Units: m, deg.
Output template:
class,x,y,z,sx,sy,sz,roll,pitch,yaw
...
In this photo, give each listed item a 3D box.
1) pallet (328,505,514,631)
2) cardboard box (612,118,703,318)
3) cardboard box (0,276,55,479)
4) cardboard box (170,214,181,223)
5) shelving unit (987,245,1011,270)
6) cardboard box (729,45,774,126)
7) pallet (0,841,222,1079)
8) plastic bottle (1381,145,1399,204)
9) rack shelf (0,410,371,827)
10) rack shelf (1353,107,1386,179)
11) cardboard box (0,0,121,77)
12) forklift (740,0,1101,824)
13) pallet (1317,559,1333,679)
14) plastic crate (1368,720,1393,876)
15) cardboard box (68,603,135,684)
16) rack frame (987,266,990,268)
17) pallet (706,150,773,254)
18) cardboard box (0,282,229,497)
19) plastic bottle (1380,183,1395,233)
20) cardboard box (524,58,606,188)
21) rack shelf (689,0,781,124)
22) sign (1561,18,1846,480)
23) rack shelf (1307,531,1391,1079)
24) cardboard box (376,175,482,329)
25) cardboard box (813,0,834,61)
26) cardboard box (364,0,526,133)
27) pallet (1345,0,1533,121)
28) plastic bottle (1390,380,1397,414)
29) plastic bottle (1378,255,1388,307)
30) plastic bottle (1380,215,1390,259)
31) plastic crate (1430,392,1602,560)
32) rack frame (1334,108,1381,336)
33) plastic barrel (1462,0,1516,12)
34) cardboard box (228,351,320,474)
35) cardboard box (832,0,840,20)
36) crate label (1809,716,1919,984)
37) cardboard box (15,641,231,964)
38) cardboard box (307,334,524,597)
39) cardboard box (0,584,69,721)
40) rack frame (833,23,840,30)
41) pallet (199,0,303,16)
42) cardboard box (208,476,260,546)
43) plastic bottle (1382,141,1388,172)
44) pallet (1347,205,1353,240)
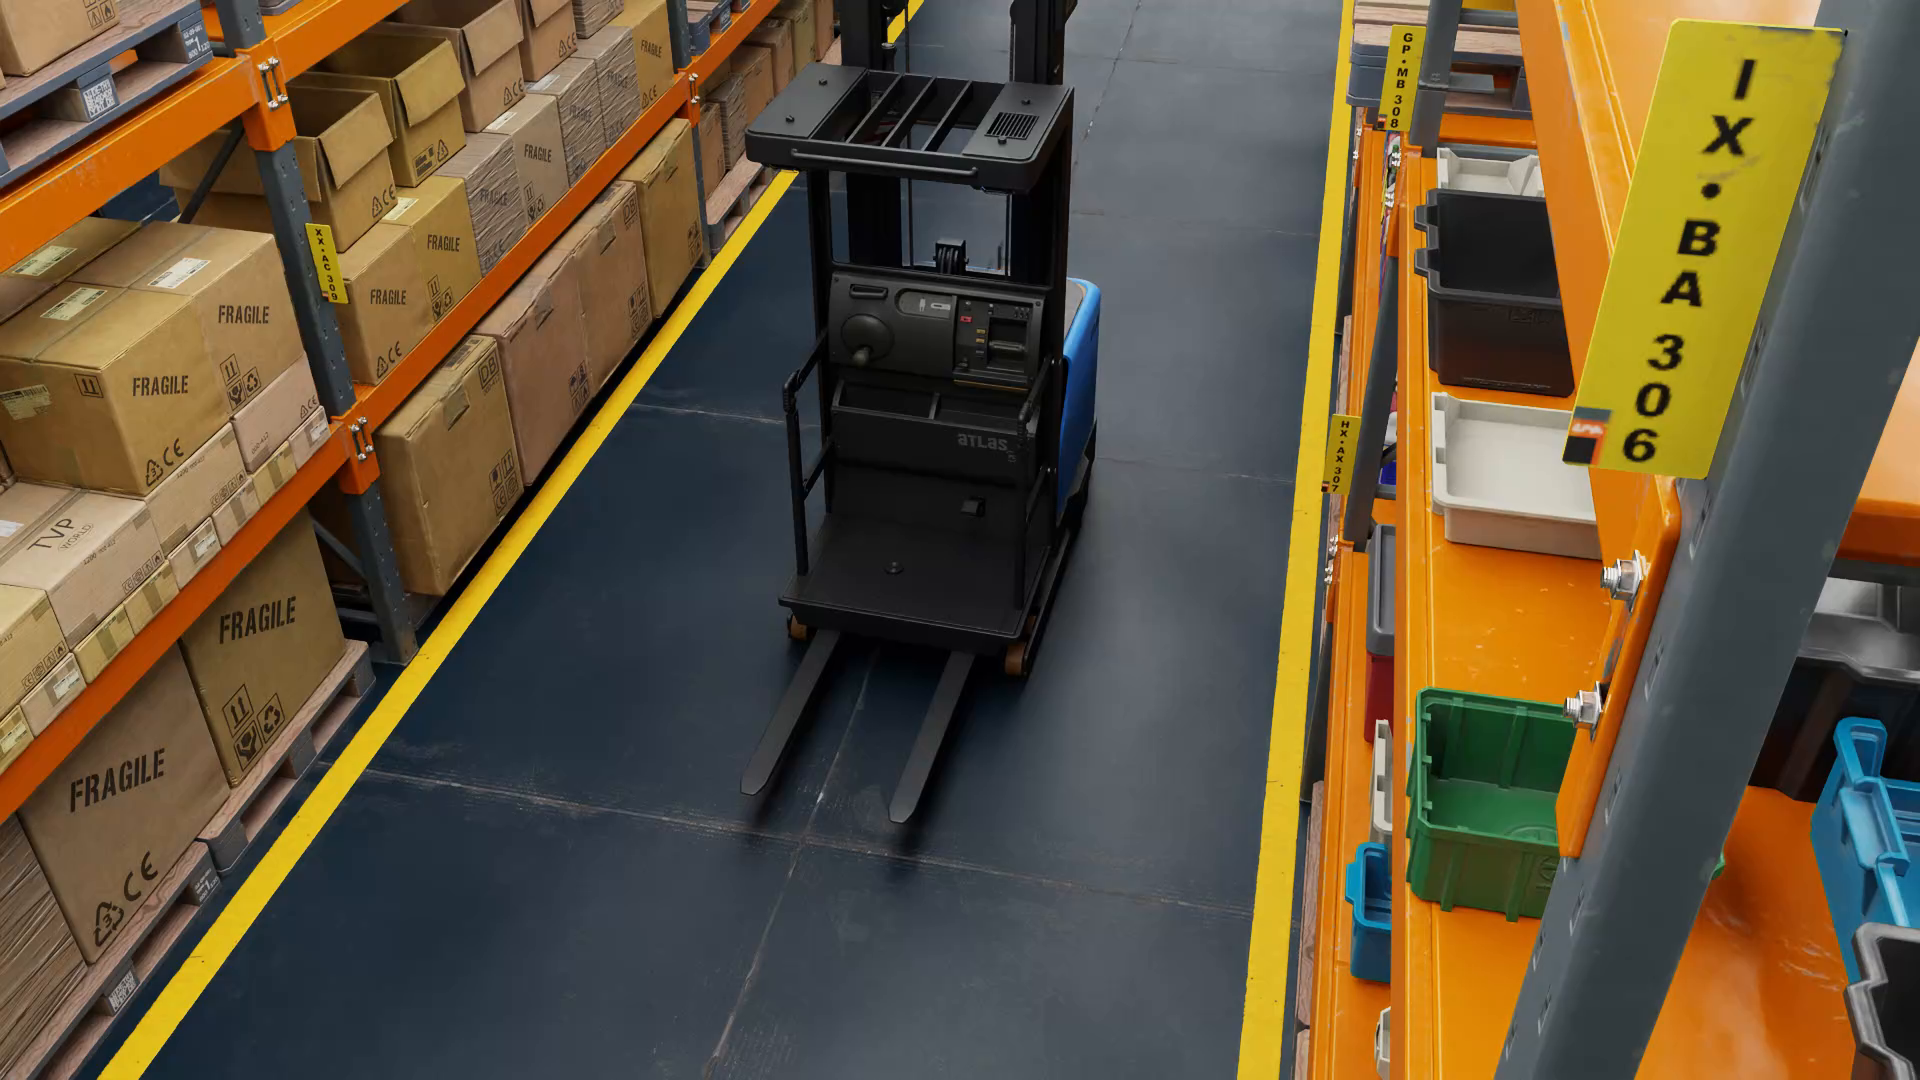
class,x,y,z,sx,sy,sz,roll,pitch,yaw
pallet,-2.865,-0.061,8.154,1.003,0.211,1.213,7,37,10
cardboard box,-2.270,-1.948,9.834,1.225,0.875,0.875,6,36,8
cardboard box,-3.421,-0.578,5.726,0.500,0.500,0.500,7,37,10
cardboard box,-3.124,-1.081,7.100,0.500,0.500,0.500,7,37,10
shelving unit,0.263,-1.005,8.742,0.215,1.050,0.252,9,37,12
cardboard box,-1.758,-3.229,11.905,0.700,0.500,0.500,10,37,14
pallet,-3.454,1.519,5.975,1.003,0.211,1.213,7,37,10
plastic bottle,2.156,-1.819,8.304,0.061,0.283,0.133,7,37,10
rack shelf,-3.384,0.700,5.341,1.077,0.370,4.000,7,37,10
rack shelf,3.164,-3.266,10.813,1.077,0.370,4.000,7,37,10
cardboard box,-3.065,-1.748,5.021,0.700,0.500,0.500,5,36,7
forklift,-0.158,-0.829,6.897,1.130,2.935,3.031,9,37,12
pallet,2.088,0.575,7.277,1.003,0.211,1.213,7,37,10
plastic crate,1.376,0.759,4.697,0.437,0.282,0.530,7,37,10
cardboard box,-2.976,0.316,5.472,0.380,0.149,0.250,7,36,9
rack frame,0.232,-0.935,8.646,0.200,1.050,0.008,9,37,12
pallet,-1.934,-2.350,11.313,1.003,0.211,1.213,7,37,10
cardboard box,-2.905,-0.518,5.644,0.500,0.500,0.500,8,37,10
plastic bottle,2.100,-1.614,8.030,0.097,0.271,0.097,0,36,0
cardboard box,-2.186,-2.175,8.609,0.500,0.500,0.500,6,36,8
rack shelf,-1.675,-3.887,11.670,1.077,0.370,4.000,7,37,10
sign,0.487,-0.182,1.108,0.100,0.325,0.005,7,37,10
rack shelf,1.455,1.321,4.485,1.077,0.370,4.000,7,37,10
cardboard box,-2.508,-1.299,7.402,0.500,0.500,0.500,7,37,10
cardboard box,-1.400,-4.141,13.163,0.700,0.500,0.500,5,36,6
cardboard box,-2.553,-2.302,7.931,0.797,0.503,0.637,8,37,11
pallet,1.954,-1.717,5.668,1.213,0.211,1.003,7,37,10
plastic bottle,1.655,-0.475,6.449,0.061,0.283,0.133,7,37,10
plastic bottle,1.919,-1.184,7.426,0.061,0.283,0.133,7,37,10
plastic bottle,2.030,-1.426,7.771,0.097,0.271,0.097,0,36,0
plastic crate,1.227,-0.148,3.566,0.437,0.136,0.530,7,37,10
rack frame,2.736,-2.410,9.020,1.000,3.000,0.127,7,37,10
plastic barrel,1.879,-2.127,5.554,0.600,0.588,0.600,0,36,0
cardboard box,-2.795,-0.512,6.274,0.500,0.250,0.500,7,36,9
cardboard box,-1.123,-4.707,13.960,0.500,0.500,0.500,6,36,9
crate label,1.540,0.533,2.529,0.408,0.251,0.502,7,37,10
cardboard box,-3.368,0.836,5.993,0.875,0.875,0.875,7,37,10
cardboard box,-2.840,-0.417,7.722,1.225,0.875,0.875,7,37,10
cardboard box,-3.123,0.368,5.061,0.500,0.250,0.500,7,36,9
rack frame,-1.248,-5.325,13.041,1.000,3.000,0.127,7,37,10
pallet,-2.809,-2.407,6.622,0.805,0.209,1.217,6,36,8
cardboard box,-2.812,-0.126,6.082,0.380,0.149,0.250,7,36,9
plastic bottle,2.256,-2.004,8.628,0.097,0.201,0.097,0,36,0
pallet,2.940,-1.721,10.444,1.003,0.211,1.213,7,37,10
